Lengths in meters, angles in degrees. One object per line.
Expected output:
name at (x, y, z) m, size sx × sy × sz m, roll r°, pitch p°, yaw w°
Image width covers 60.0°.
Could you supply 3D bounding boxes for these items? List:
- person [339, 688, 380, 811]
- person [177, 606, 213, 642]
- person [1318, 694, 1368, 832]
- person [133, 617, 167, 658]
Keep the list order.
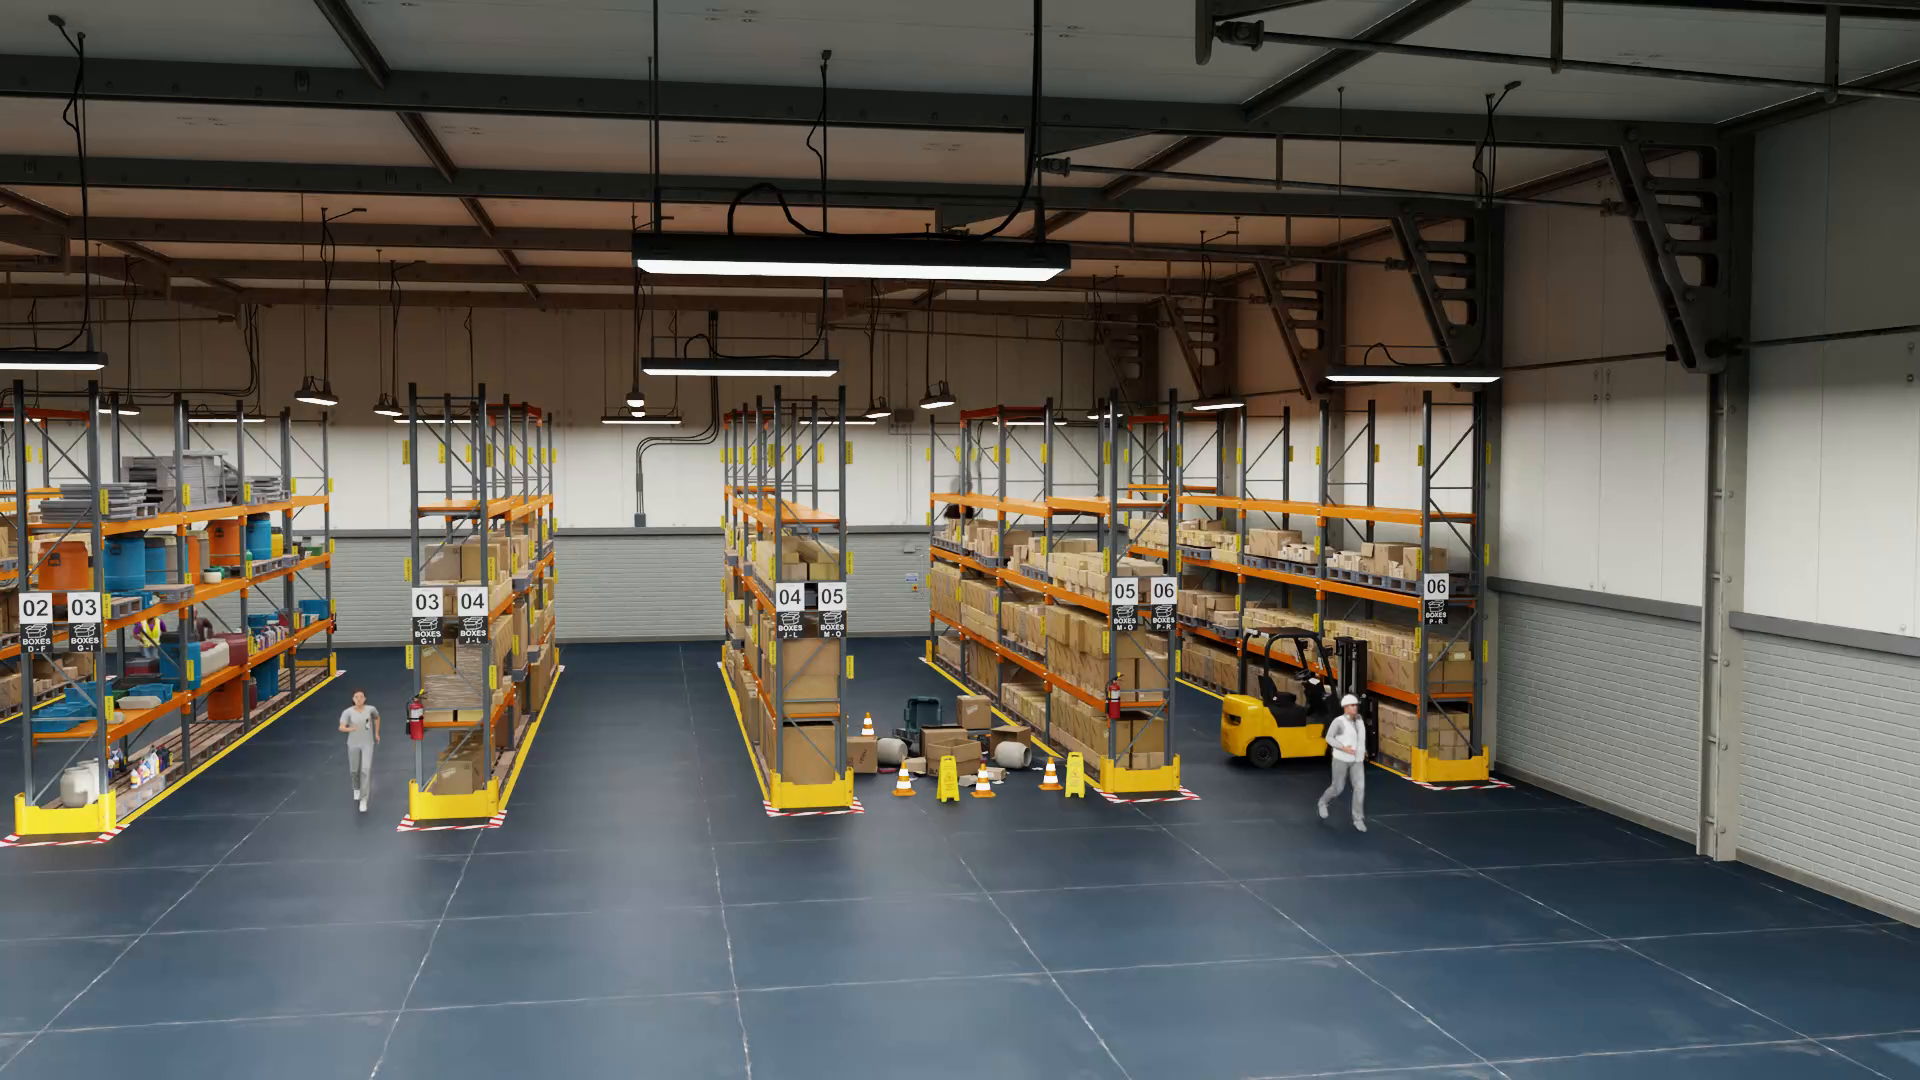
person at (-8.532, 2.939, 23.646) m, size 0.552 × 1.678 × 0.948 m, roll -1°, pitch 3°, yaw -20°
person at (-16.220, 2.321, 35.223) m, size 0.673 × 1.841 × 0.950 m, roll -1°, pitch 3°, yaw -16°
person at (5.252, 2.971, 22.433) m, size 0.699 × 1.773 × 0.976 m, roll -1°, pitch 3°, yaw -21°
person at (-17.511, 2.311, 35.974) m, size 0.674 × 1.730 × 0.589 m, roll -2°, pitch 3°, yaw -30°
